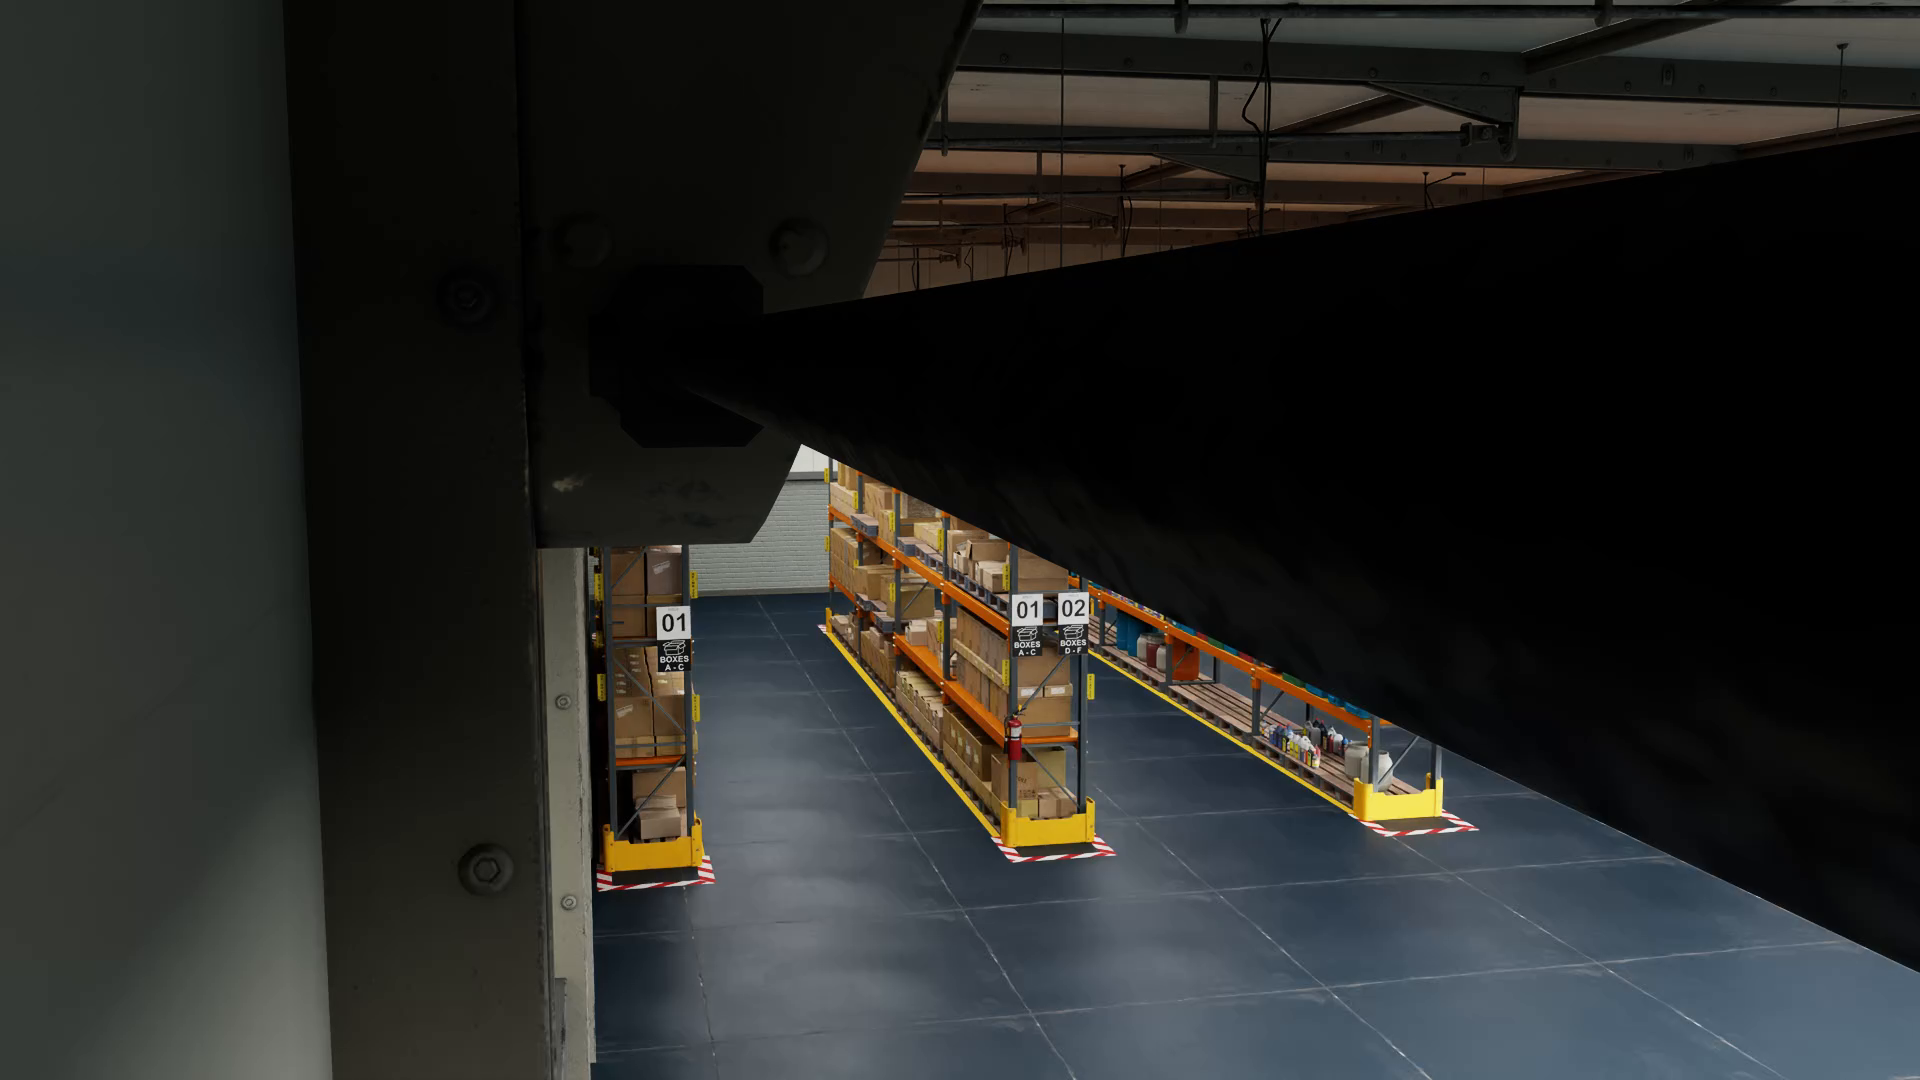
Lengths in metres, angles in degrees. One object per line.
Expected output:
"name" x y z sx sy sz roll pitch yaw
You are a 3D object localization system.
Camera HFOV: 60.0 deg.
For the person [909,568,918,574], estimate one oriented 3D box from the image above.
"person" -1.046 1.146 37.346 0.589 1.609 0.958 -3 7 -22
